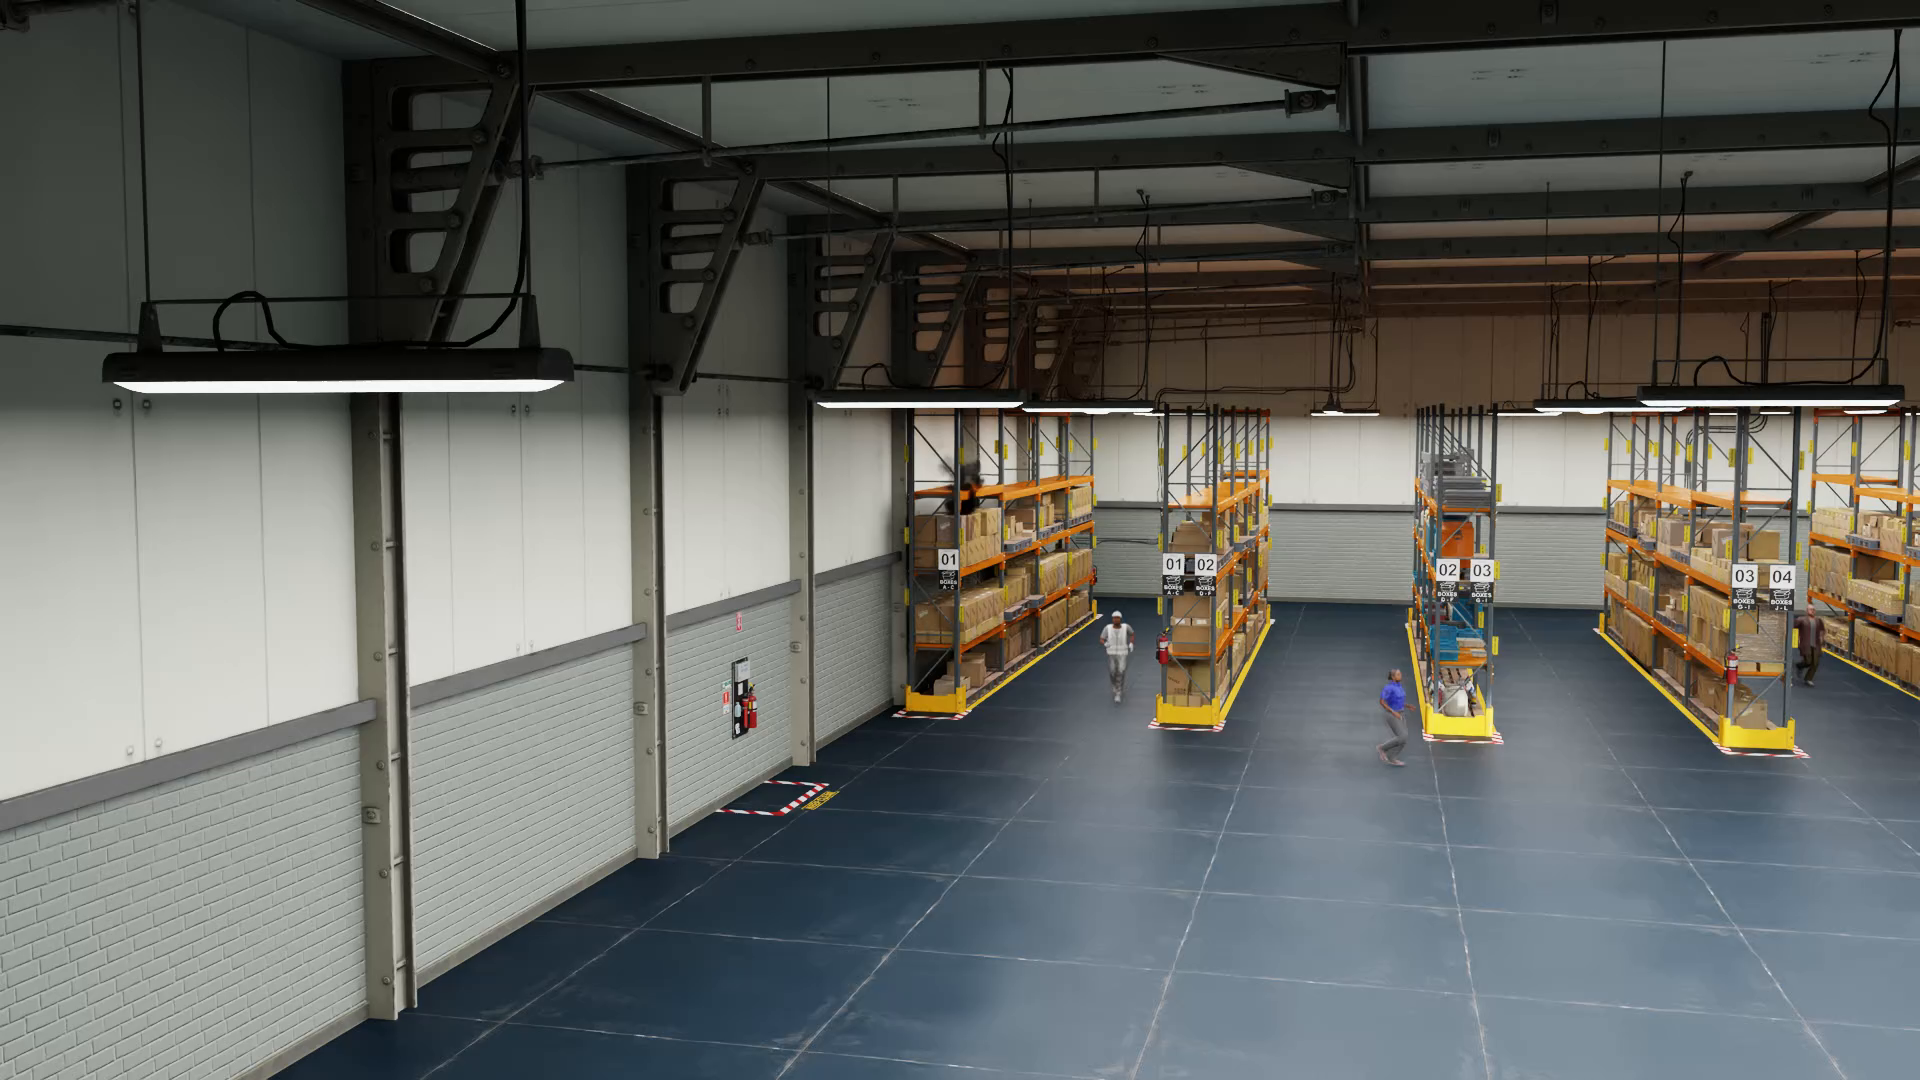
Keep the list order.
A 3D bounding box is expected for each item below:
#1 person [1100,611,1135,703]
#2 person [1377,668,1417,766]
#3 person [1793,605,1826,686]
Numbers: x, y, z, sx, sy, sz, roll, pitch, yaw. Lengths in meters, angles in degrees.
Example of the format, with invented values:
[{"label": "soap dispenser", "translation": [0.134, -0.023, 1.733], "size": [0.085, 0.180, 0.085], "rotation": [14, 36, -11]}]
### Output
[{"label": "person", "translation": [3.198, 2.350, 33.952], "size": [0.690, 1.801, 0.976], "rotation": [1, 4, 11]}, {"label": "person", "translation": [7.209, 2.920, 27.433], "size": [0.573, 1.607, 0.571], "rotation": [3, 5, 38]}, {"label": "person", "translation": [18.263, 2.260, 35.759], "size": [0.710, 1.733, 0.637], "rotation": [0, 4, 4]}]
